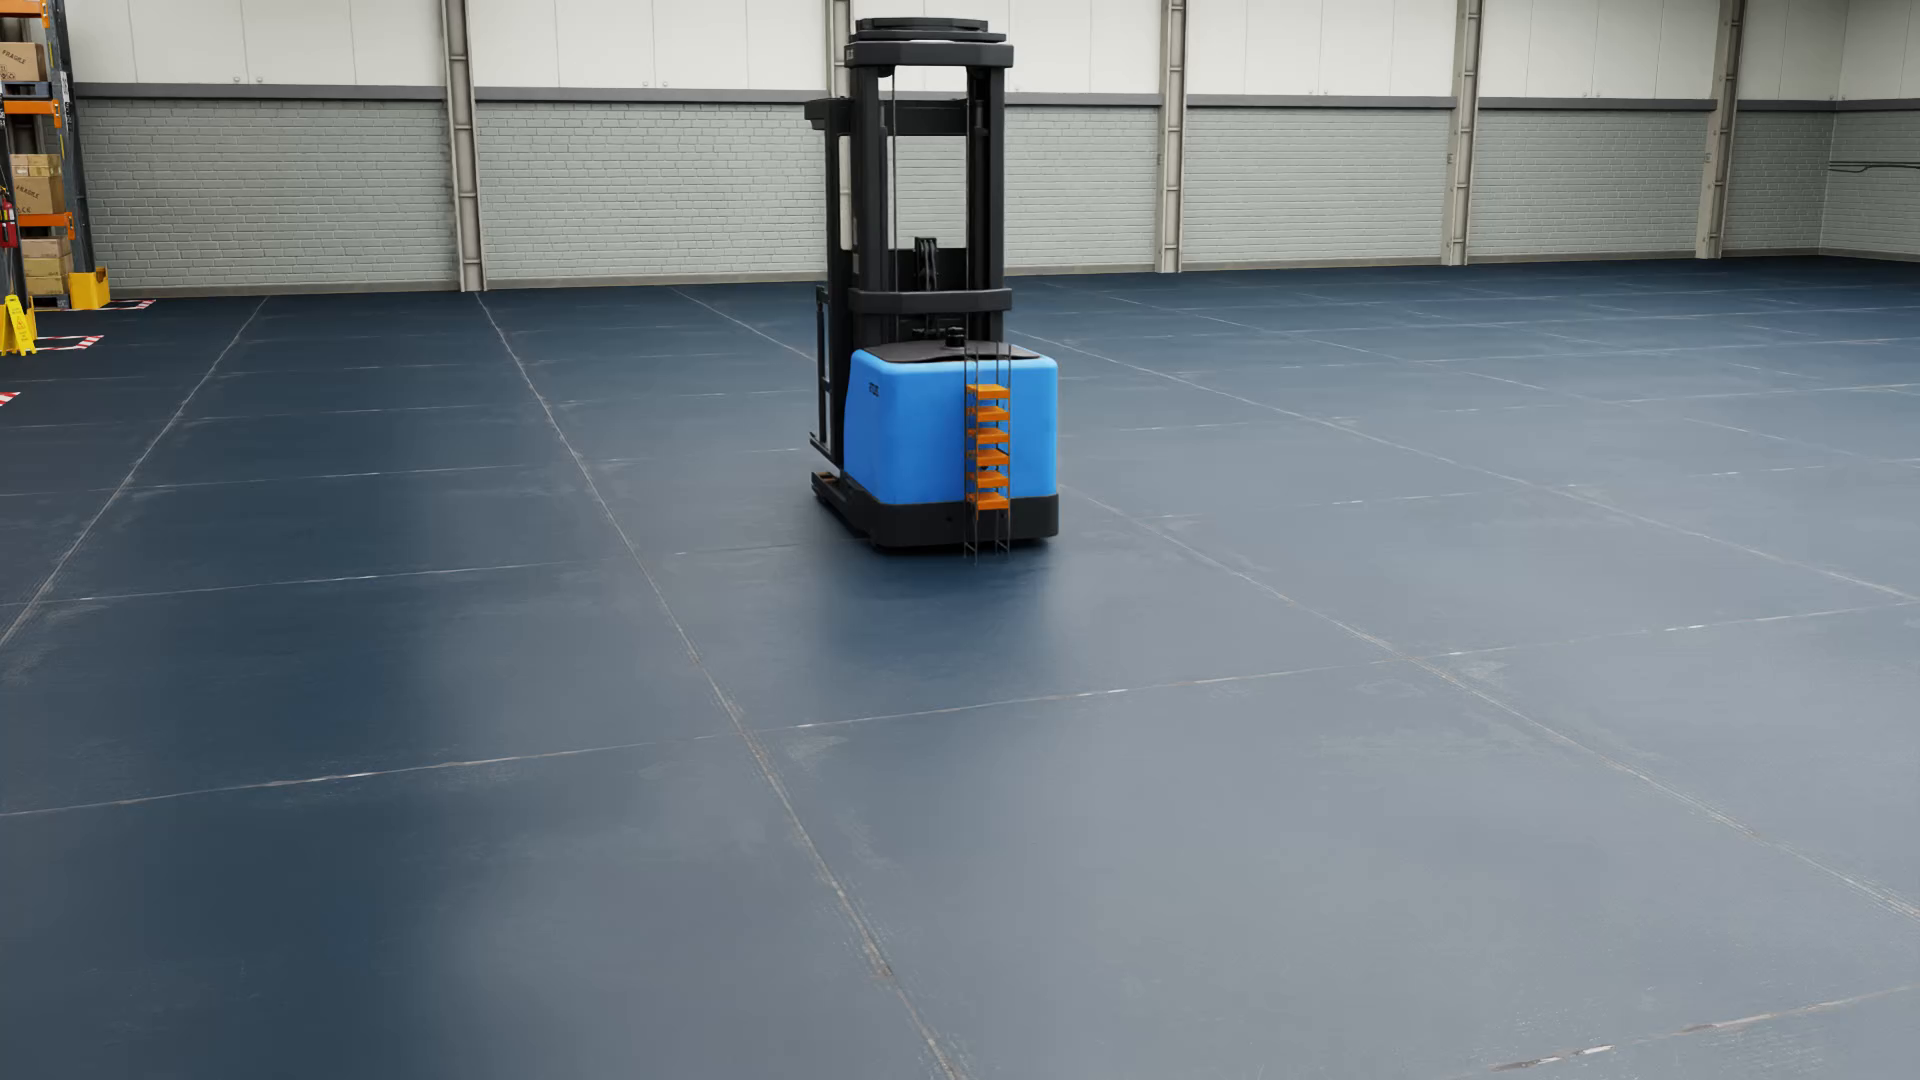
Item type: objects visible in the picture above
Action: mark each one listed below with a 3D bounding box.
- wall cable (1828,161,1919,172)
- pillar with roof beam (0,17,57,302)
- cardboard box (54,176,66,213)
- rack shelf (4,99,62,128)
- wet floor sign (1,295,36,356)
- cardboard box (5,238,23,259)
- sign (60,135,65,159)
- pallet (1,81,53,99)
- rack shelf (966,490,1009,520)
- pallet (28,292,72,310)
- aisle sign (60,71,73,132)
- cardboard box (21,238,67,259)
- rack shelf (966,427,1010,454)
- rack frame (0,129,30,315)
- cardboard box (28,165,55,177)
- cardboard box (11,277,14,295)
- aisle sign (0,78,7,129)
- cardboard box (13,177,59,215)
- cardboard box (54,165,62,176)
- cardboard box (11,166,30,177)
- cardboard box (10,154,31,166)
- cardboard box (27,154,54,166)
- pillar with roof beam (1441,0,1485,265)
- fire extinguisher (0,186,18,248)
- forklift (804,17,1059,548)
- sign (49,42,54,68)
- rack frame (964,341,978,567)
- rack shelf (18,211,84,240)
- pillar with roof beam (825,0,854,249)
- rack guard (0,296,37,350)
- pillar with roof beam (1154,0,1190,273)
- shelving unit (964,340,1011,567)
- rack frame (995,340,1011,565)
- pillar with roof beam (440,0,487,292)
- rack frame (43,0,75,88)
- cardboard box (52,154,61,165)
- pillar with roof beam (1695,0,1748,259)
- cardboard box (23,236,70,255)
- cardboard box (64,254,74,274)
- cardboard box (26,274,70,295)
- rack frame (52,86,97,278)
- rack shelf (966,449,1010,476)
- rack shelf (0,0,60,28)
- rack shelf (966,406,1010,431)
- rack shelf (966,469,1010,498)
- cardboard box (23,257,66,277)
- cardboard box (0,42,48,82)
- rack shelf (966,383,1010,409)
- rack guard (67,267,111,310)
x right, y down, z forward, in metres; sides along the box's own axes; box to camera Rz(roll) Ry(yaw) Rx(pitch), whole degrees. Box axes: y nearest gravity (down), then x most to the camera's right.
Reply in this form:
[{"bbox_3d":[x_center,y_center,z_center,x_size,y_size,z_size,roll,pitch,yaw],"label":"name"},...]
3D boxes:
[{"bbox_3d":[18.315,-8.490,32.598,0.112,2.526,3.097,-4,14,-18],"label":"wall cable"},{"bbox_3d":[-11.959,-6.915,19.267,0.400,9.000,9.100,-4,14,-18],"label":"pillar with roof beam"},{"bbox_3d":[-12.943,-4.867,23.406,0.500,0.500,0.500,-4,14,-16],"label":"cardboard box"},{"bbox_3d":[-14.280,-5.756,22.431,4.000,0.370,1.077,-4,14,-18],"label":"rack shelf"},{"bbox_3d":[-10.277,-2.340,18.084,0.232,0.644,0.267,0,13,1],"label":"wet floor sign"},{"bbox_3d":[-13.204,-4.006,22.875,0.500,0.250,0.500,-4,14,-17],"label":"cardboard box"},{"bbox_3d":[-12.225,-5.352,22.649,0.005,0.325,0.100,-4,14,-18],"label":"sign"},{"bbox_3d":[-13.063,-6.164,22.783,1.213,0.211,1.003,-4,14,-18],"label":"pallet"},{"bbox_3d":[0.146,-0.193,9.089,0.180,0.103,0.258,-4,14,-16],"label":"rack shelf"},{"bbox_3d":[-13.096,-3.372,23.362,1.213,0.211,1.003,-4,14,-18],"label":"pallet"},{"bbox_3d":[-12.229,-5.999,22.764,0.004,0.787,0.394,-4,14,-18],"label":"aisle sign"},{"bbox_3d":[-12.721,-4.045,23.039,0.500,0.250,0.500,-4,14,-16],"label":"cardboard box"},{"bbox_3d":[0.146,-0.543,9.005,0.180,0.103,0.258,-4,14,-16],"label":"rack shelf"},{"bbox_3d":[-10.798,-3.706,18.740,0.127,3.000,1.000,-4,14,-18],"label":"rack frame"},{"bbox_3d":[-12.624,-5.071,22.863,0.250,0.149,0.380,-4,14,-17],"label":"cardboard box"},{"bbox_3d":[-13.203,-3.522,23.002,0.500,0.250,0.500,-4,14,-18],"label":"cardboard box"},{"bbox_3d":[-10.838,-5.043,18.744,0.004,0.787,0.394,-4,14,-18],"label":"aisle sign"},{"bbox_3d":[-12.767,-4.749,22.909,0.500,0.500,0.500,-5,14,-19],"label":"cardboard box"},{"bbox_3d":[-12.789,-5.190,23.362,0.250,0.149,0.380,-5,14,-20],"label":"cardboard box"},{"bbox_3d":[-12.856,-5.046,22.756,0.250,0.149,0.380,-4,14,-17],"label":"cardboard box"},{"bbox_3d":[-12.881,-5.205,22.783,0.250,0.149,0.380,-4,14,-18],"label":"cardboard box"},{"bbox_3d":[-12.657,-5.230,22.889,0.250,0.149,0.380,-4,14,-18],"label":"cardboard box"},{"bbox_3d":[10.788,-8.686,26.713,0.400,9.000,9.100,-4,14,-18],"label":"pillar with roof beam"},{"bbox_3d":[-10.542,-3.575,18.359,0.183,0.674,0.296,-4,14,-18],"label":"fire extinguisher"},{"bbox_3d":[-0.336,-1.680,10.371,1.130,2.935,3.031,-4,14,-16],"label":"forklift"},{"bbox_3d":[-12.225,-6.525,22.370,0.005,0.325,0.100,-4,14,-18],"label":"sign"},{"bbox_3d":[0.058,-0.464,8.998,0.006,1.200,0.240,-4,14,-16],"label":"rack frame"},{"bbox_3d":[-14.280,-4.296,22.778,4.000,0.370,1.077,-4,14,-18],"label":"rack shelf"},{"bbox_3d":[-0.586,-7.800,22.990,0.400,9.000,9.100,-4,14,-18],"label":"pillar with roof beam"},{"bbox_3d":[-10.870,-2.484,19.005,0.348,0.500,1.175,-4,14,-18],"label":"rack guard"},{"bbox_3d":[5.101,-8.243,24.852,0.400,9.000,9.100,-4,14,-18],"label":"pillar with roof beam"},{"bbox_3d":[0.146,-0.469,9.023,0.189,1.200,0.258,-4,14,-16],"label":"shelving unit"},{"bbox_3d":[0.234,-0.475,9.047,0.006,1.200,0.240,-4,14,-16],"label":"rack frame"},{"bbox_3d":[-6.272,-7.358,21.128,0.400,9.000,9.100,-4,14,-18],"label":"pillar with roof beam"},{"bbox_3d":[-12.384,-7.713,22.621,0.127,3.000,1.000,-4,14,-18],"label":"rack frame"},{"bbox_3d":[-12.771,-5.325,23.287,0.250,0.149,0.380,-5,14,-19],"label":"cardboard box"},{"bbox_3d":[16.474,-9.129,28.575,0.400,9.000,9.100,-4,14,-18],"label":"pillar with roof beam"},{"bbox_3d":[-12.900,-4.153,23.494,0.500,0.250,0.500,-5,14,-19],"label":"cardboard box"},{"bbox_3d":[-12.896,-3.915,23.573,0.500,0.250,0.500,-4,14,-17],"label":"cardboard box"},{"bbox_3d":[-12.729,-3.557,23.148,0.500,0.250,0.500,-4,14,-18],"label":"cardboard box"},{"bbox_3d":[-12.384,-4.794,23.315,0.127,3.000,1.000,-4,14,-18],"label":"rack frame"},{"bbox_3d":[0.146,-0.426,9.033,0.180,0.103,0.258,-4,14,-16],"label":"rack shelf"},{"bbox_3d":[-14.280,-7.020,22.130,4.000,0.370,1.077,-4,14,-18],"label":"rack shelf"},{"bbox_3d":[0.146,-0.660,8.977,0.180,0.103,0.258,-4,14,-16],"label":"rack shelf"},{"bbox_3d":[0.146,-0.309,9.061,0.180,0.103,0.258,-4,14,-16],"label":"rack shelf"},{"bbox_3d":[-12.746,-3.799,23.088,0.500,0.250,0.500,-5,14,-19],"label":"cardboard box"},{"bbox_3d":[-12.726,-6.469,22.534,0.500,0.500,0.500,-4,14,-16],"label":"cardboard box"},{"bbox_3d":[0.146,-0.776,8.949,0.180,0.103,0.258,-4,14,-16],"label":"rack shelf"},{"bbox_3d":[-12.362,-3.580,23.612,0.348,0.500,1.175,-4,14,-18],"label":"rack guard"}]
